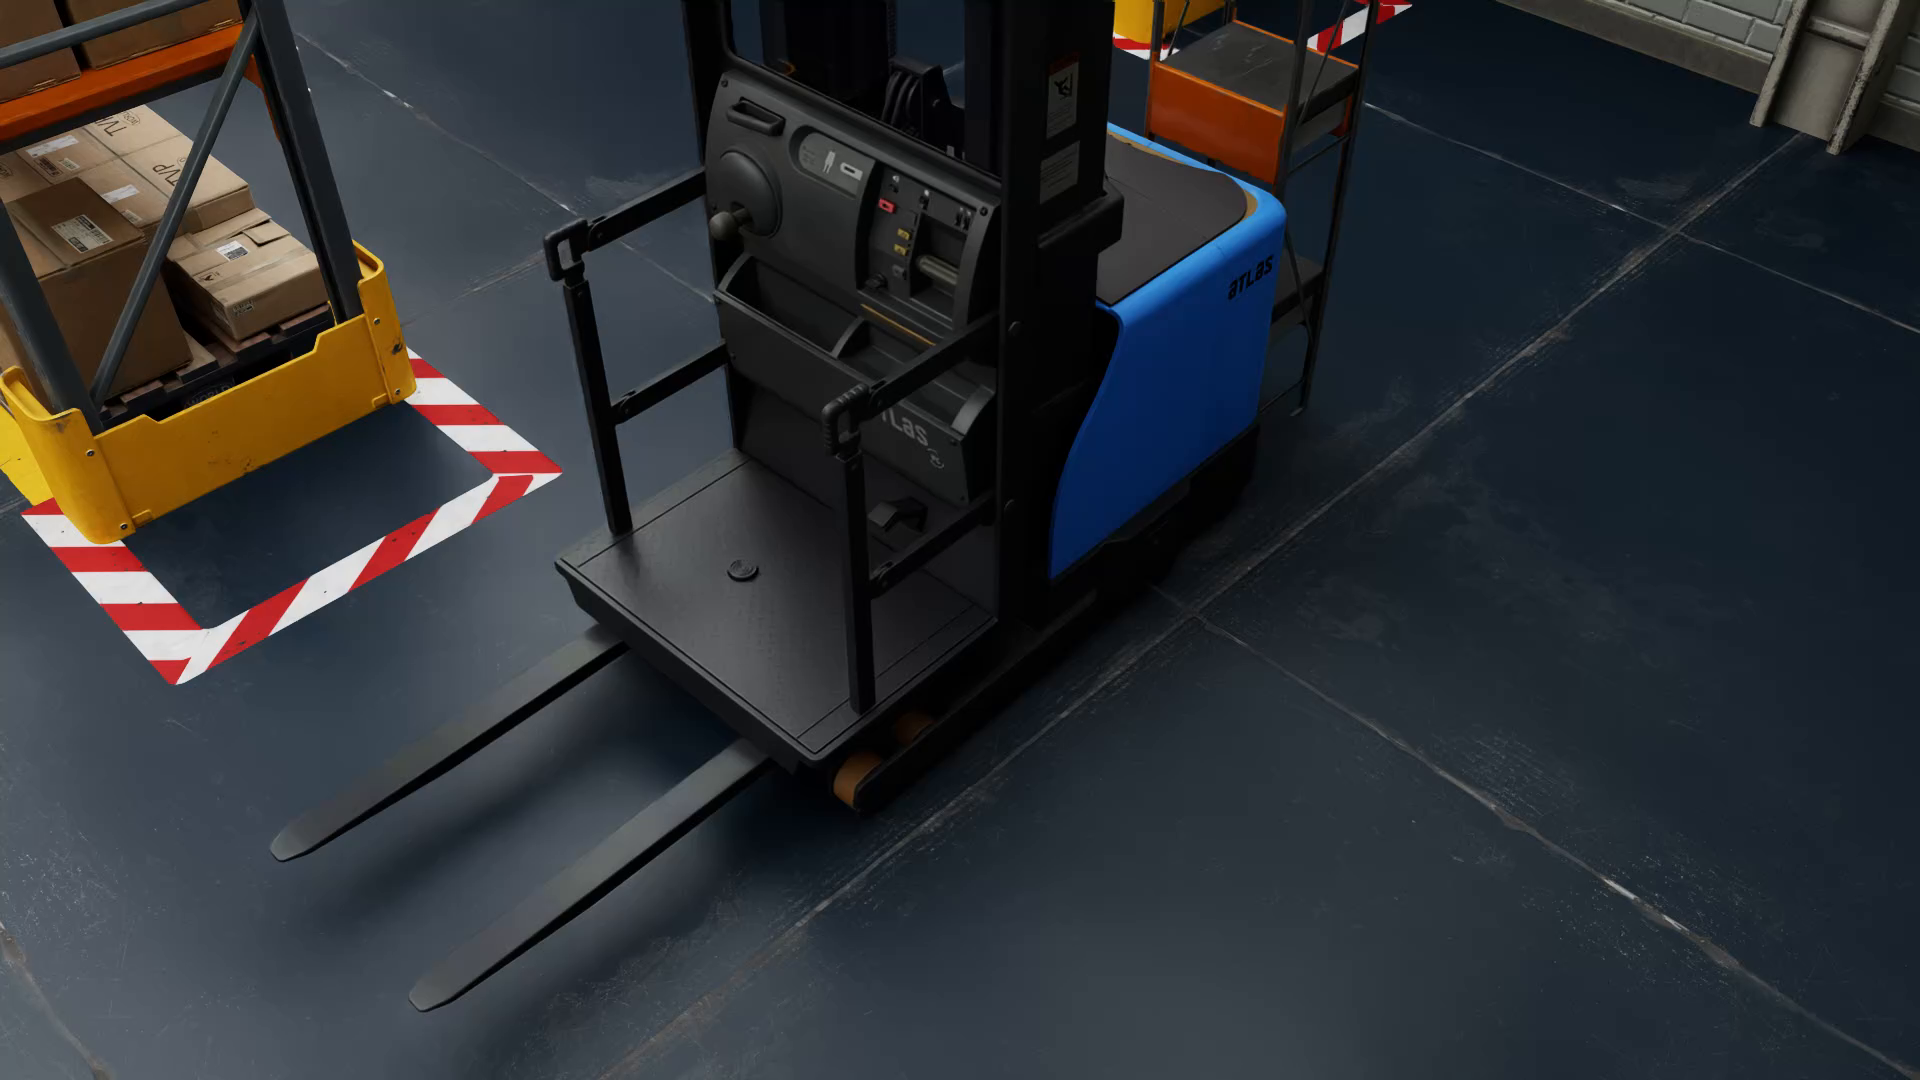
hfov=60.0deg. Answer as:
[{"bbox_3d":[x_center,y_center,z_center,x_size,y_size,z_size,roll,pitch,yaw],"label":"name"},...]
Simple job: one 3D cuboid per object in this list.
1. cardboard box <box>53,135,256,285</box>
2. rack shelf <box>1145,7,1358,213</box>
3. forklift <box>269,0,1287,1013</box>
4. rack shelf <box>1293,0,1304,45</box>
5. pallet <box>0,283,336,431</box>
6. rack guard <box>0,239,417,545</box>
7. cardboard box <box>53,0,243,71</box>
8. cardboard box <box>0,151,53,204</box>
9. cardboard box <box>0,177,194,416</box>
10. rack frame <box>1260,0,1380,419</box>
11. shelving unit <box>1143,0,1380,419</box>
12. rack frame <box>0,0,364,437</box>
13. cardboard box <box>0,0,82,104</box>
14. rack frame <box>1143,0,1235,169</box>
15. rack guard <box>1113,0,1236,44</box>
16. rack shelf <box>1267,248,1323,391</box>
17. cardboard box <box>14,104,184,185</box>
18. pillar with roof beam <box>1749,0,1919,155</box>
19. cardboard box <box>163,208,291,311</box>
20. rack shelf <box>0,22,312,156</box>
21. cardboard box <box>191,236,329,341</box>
[{"bbox_3d":[-2.893,-1.184,6.023,0.500,0.250,0.500,-34,53,-31],"label":"cardboard box"},{"bbox_3d":[0.881,-1.237,5.062,0.480,0.518,0.431,32,52,30],"label":"rack shelf"},{"bbox_3d":[-0.428,-0.747,3.898,1.130,2.935,3.031,32,52,30],"label":"forklift"},{"bbox_3d":[0.881,-1.751,4.587,0.480,0.518,0.431,32,52,30],"label":"rack shelf"},{"bbox_3d":[-2.974,-0.790,5.949,1.003,0.211,1.213,-34,53,-31],"label":"pallet"},{"bbox_3d":[-2.411,-0.513,5.437,1.175,0.500,0.348,-34,53,-31],"label":"rack guard"},{"bbox_3d":[-2.484,-1.771,4.883,0.500,0.500,0.500,-33,52,-30],"label":"cardboard box"},{"bbox_3d":[-3.565,-1.161,5.998,0.500,0.250,0.500,-34,53,-31],"label":"cardboard box"},{"bbox_3d":[-2.915,-0.782,5.403,0.500,0.500,0.500,-34,53,-31],"label":"cardboard box"},{"bbox_3d":[1.059,-1.134,4.930,0.015,2.100,0.400,32,52,30],"label":"rack frame"},{"bbox_3d":[0.881,-1.247,5.052,0.503,2.100,0.431,32,52,30],"label":"shelving unit"},{"bbox_3d":[-2.357,-1.395,4.549,1.000,3.000,0.127,-34,53,-31],"label":"rack frame"},{"bbox_3d":[-2.866,-1.516,4.607,0.500,0.500,0.500,-32,52,-30],"label":"cardboard box"},{"bbox_3d":[0.702,-1.360,5.175,0.015,2.100,0.400,32,52,30],"label":"rack frame"},{"bbox_3d":[1.165,-2.841,7.956,1.175,0.500,0.348,-34,53,-31],"label":"rack guard"},{"bbox_3d":[0.881,-0.723,5.537,0.480,0.518,0.431,32,52,30],"label":"rack shelf"},{"bbox_3d":[-3.246,-1.424,6.283,0.500,0.250,0.500,-34,53,-31],"label":"cardboard box"},{"bbox_3d":[0.619,-3.028,1.896,9.100,9.000,0.400,-34,53,-31],"label":"pillar with roof beam"},{"bbox_3d":[-2.586,-1.002,5.888,0.380,0.166,0.250,-34,53,-31],"label":"cardboard box"},{"bbox_3d":[-3.769,-2.092,5.833,1.077,0.370,4.000,-34,53,-31],"label":"rack shelf"},{"bbox_3d":[-2.409,-0.875,5.763,0.380,0.149,0.250,-34,53,-31],"label":"cardboard box"}]
